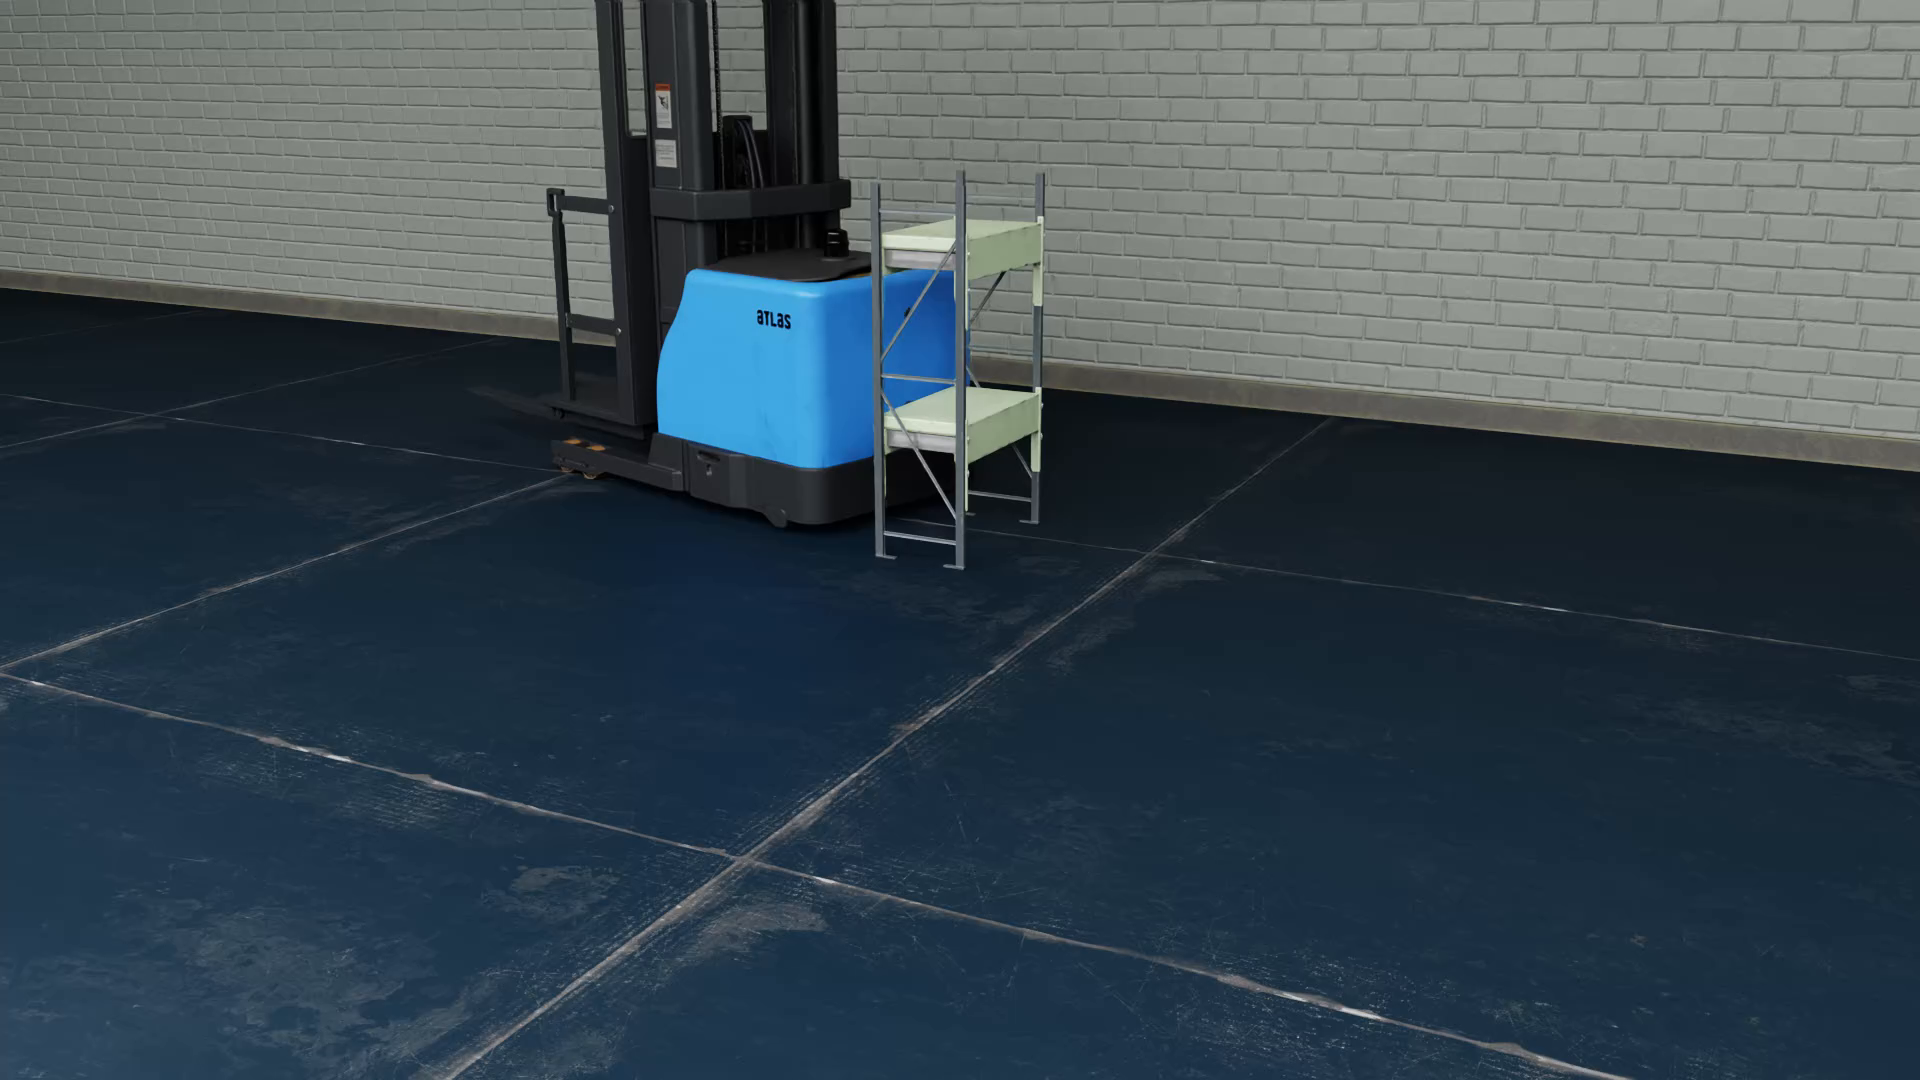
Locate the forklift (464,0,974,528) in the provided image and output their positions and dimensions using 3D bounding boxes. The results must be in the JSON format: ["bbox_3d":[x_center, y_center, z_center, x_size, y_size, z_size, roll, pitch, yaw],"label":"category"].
[{"bbox_3d":[-1.356,-1.790,7.902,3.031,2.935,1.130,15,22,41],"label":"forklift"}]

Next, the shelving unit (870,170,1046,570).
[{"bbox_3d":[0.003,-0.721,6.817,0.431,1.500,0.755,8,18,25],"label":"shelving unit"}]

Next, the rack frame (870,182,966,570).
[{"bbox_3d":[-0.161,-0.627,6.503,0.400,1.500,0.023,8,18,25],"label":"rack frame"}]

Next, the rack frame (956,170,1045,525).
[{"bbox_3d":[0.167,-0.814,7.130,0.400,1.500,0.023,8,18,25],"label":"rack frame"}]

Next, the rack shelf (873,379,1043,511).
[{"bbox_3d":[0.003,-0.408,6.909,0.431,0.370,0.720,8,18,25],"label":"rack shelf"}]

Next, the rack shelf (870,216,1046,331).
[{"bbox_3d":[0.003,-1.095,6.705,0.431,0.370,0.720,8,18,25],"label":"rack shelf"}]
